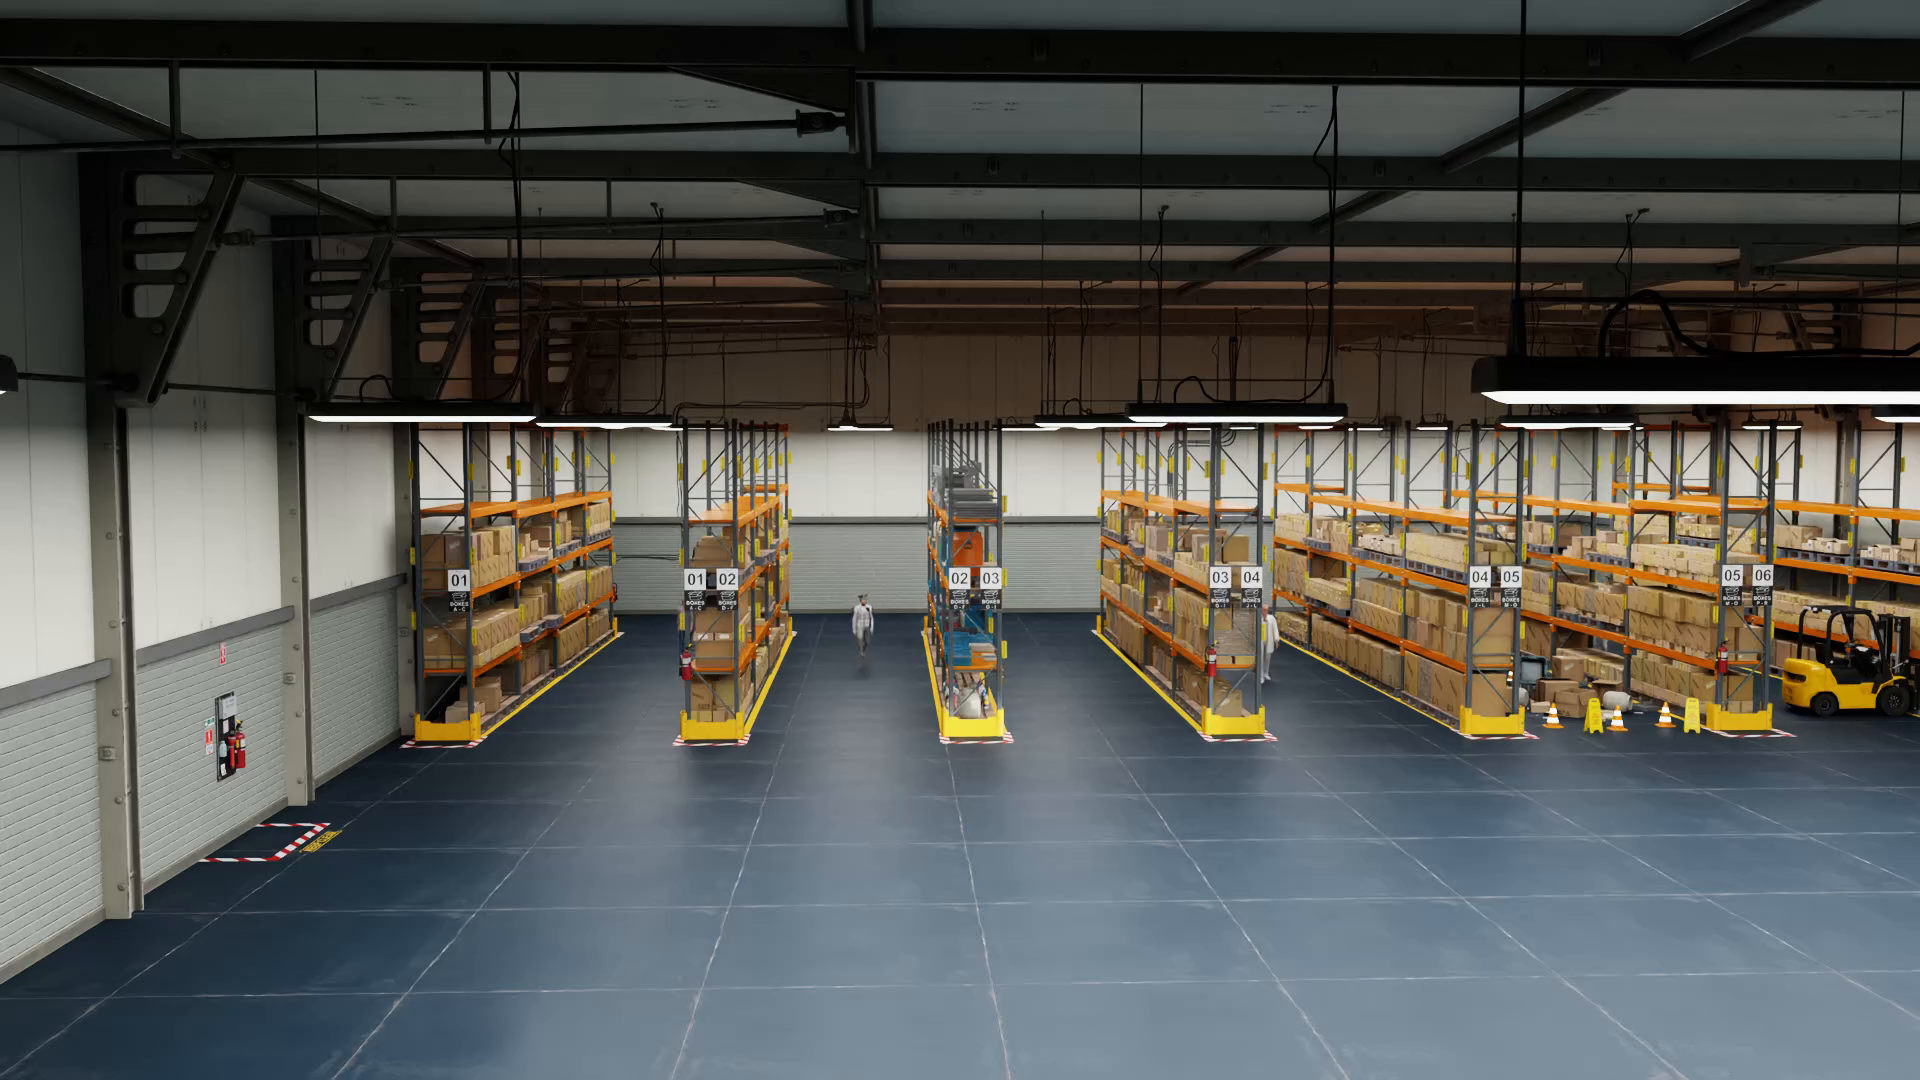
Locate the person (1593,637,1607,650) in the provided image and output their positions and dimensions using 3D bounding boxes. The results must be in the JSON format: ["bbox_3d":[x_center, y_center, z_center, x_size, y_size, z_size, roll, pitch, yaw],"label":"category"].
[{"bbox_3d":[16.828,2.113,43.844,0.498,1.687,0.701,-1,4,-14],"label":"person"}]

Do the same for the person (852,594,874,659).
[{"bbox_3d":[-2.378,2.124,40.667,0.516,1.634,0.927,-1,4,-18],"label":"person"}]

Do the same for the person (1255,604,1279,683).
[{"bbox_3d":[7.040,2.396,38.411,0.633,1.842,0.608,0,4,-2],"label":"person"}]

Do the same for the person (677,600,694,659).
[{"bbox_3d":[-6.934,2.237,42.025,0.434,1.546,0.955,-1,4,-16],"label":"person"}]
